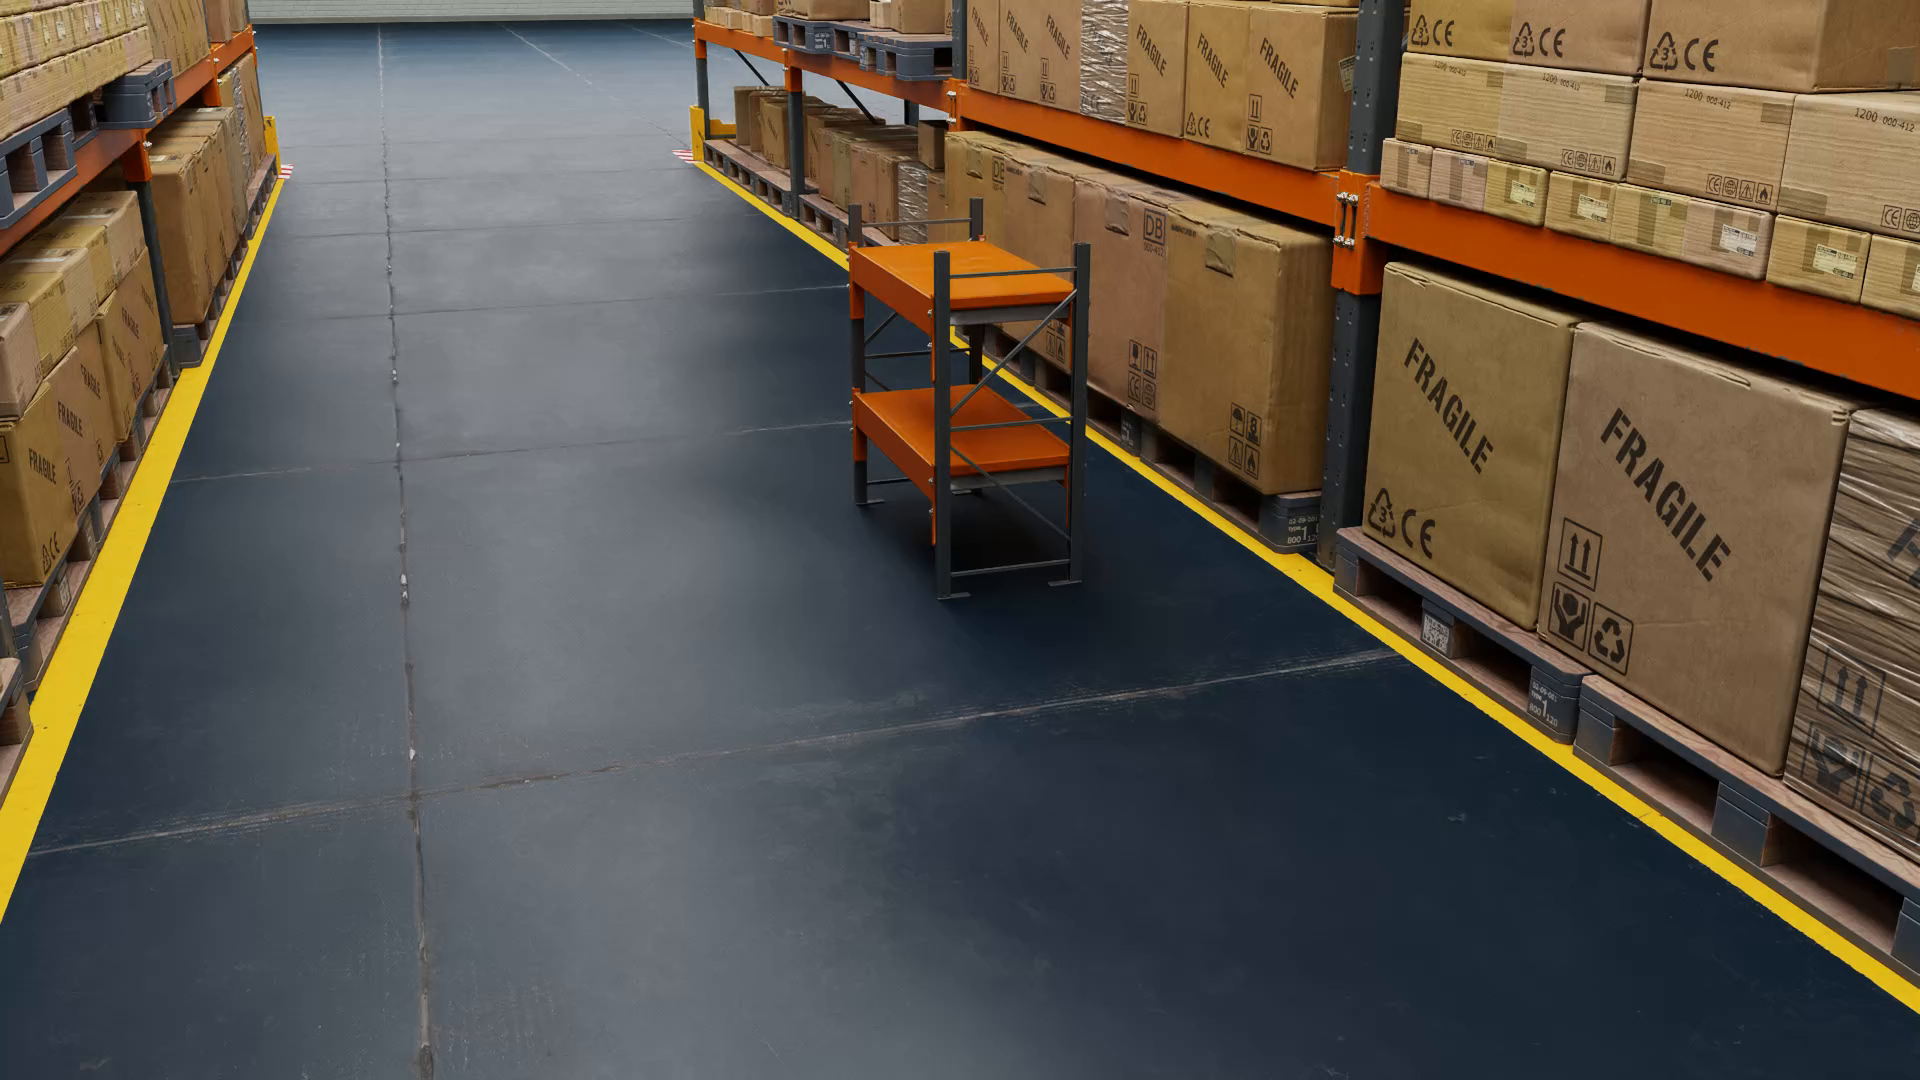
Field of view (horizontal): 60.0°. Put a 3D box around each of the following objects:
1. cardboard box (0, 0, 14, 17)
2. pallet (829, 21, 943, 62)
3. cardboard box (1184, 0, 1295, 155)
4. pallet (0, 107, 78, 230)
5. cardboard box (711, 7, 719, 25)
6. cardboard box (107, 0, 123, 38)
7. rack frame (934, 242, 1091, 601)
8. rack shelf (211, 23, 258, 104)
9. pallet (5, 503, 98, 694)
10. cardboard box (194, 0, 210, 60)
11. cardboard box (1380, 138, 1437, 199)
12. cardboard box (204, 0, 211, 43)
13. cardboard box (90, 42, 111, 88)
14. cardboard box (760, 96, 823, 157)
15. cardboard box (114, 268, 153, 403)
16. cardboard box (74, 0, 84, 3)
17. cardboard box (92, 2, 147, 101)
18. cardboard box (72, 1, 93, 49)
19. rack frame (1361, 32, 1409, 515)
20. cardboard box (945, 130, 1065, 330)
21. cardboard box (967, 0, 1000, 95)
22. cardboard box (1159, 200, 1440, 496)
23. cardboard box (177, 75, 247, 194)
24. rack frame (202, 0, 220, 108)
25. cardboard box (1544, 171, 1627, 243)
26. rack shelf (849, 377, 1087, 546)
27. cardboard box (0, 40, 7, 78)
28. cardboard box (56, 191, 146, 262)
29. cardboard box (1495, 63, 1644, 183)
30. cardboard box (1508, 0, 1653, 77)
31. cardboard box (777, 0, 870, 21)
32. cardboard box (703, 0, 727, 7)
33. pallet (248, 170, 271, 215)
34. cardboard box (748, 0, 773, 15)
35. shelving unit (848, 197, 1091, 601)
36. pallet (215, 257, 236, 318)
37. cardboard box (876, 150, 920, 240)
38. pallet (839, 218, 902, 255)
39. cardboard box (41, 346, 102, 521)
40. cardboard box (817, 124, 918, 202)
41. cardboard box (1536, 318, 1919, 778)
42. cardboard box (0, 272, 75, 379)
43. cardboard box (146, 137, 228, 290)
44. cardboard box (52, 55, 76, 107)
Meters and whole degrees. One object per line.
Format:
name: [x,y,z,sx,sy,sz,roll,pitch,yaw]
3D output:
cardboard box: [-2.813,-1.492,4.504,0.380,0.149,0.250,-6,21,-16]
pallet: [-0.210,-3.188,10.637,1.003,0.211,1.213,-6,21,-17]
cardboard box: [1.153,-1.691,6.039,0.500,0.500,0.500,-6,21,-16]
pallet: [-3.134,-1.039,4.656,1.003,0.211,1.213,-6,21,-17]
cardboard box: [-2.075,-4.815,15.257,0.380,0.149,0.250,-6,21,-17]
cardboard box: [-3.453,-2.012,6.390,0.380,0.149,0.250,-6,21,-17]
rack frame: [0.162,-0.364,5.266,0.500,1.125,0.032,-6,21,-17]
rack shelf: [-6.175,-3.739,12.954,1.077,0.370,4.000,-6,21,-17]
pallet: [-3.278,0.194,5.064,1.003,0.211,1.213,-6,21,-17]
cardboard box: [-5.129,-3.344,10.641,0.500,0.500,0.500,-7,21,-18]
cardboard box: [1.486,-1.115,4.955,0.380,0.149,0.250,-6,21,-17]
cardboard box: [-5.868,-3.798,11.831,0.875,0.550,0.550,-6,21,-17]
cardboard box: [-3.300,-1.710,5.991,0.380,0.149,0.250,-6,21,-16]
cardboard box: [-1.484,-3.642,14.696,0.500,0.500,0.500,-4,20,-12]
cardboard box: [-3.675,-0.823,6.848,0.500,0.500,0.500,-6,20,-15]
cardboard box: [-3.215,-1.904,5.652,0.380,0.149,0.250,-6,21,-16]
cardboard box: [-4.174,-2.372,7.936,0.500,0.500,0.500,-6,21,-17]
cardboard box: [-3.213,-1.765,5.704,0.380,0.149,0.250,-7,21,-18]
rack frame: [1.705,-1.363,5.274,0.949,2.616,0.053,-6,21,-17]
cardboard box: [0.648,-1.621,8.514,1.225,0.875,0.875,-7,21,-20]
cardboard box: [0.346,-2.509,8.317,0.500,0.500,0.500,-6,21,-16]
cardboard box: [1.488,-0.764,6.129,1.225,0.875,0.875,-6,21,-17]
cardboard box: [-5.678,-2.843,11.916,0.875,0.875,0.875,-6,21,-16]
rack frame: [-5.547,-3.436,11.045,1.000,3.000,0.127,-6,21,-17]
cardboard box: [1.736,-0.862,4.250,0.380,0.149,0.250,-7,21,-19]
rack shelf: [0.002,-0.297,5.803,0.538,0.278,1.000,-6,21,-17]
cardboard box: [-2.719,-1.263,4.307,0.380,0.149,0.250,-6,21,-16]
cardboard box: [-3.825,-1.335,7.163,0.500,0.250,0.500,-7,21,-18]
cardboard box: [1.759,-1.094,4.307,0.500,0.250,0.500,-6,21,-17]
cardboard box: [1.764,-1.446,4.177,0.500,0.500,0.500,-6,21,-17]
cardboard box: [-0.689,-4.141,11.499,1.000,1.000,1.000,-6,21,-17]
cardboard box: [-1.917,-5.222,15.429,0.875,0.500,0.500,-6,21,-17]
pallet: [-6.098,-2.768,13.311,1.003,0.211,1.213,-6,21,-17]
cardboard box: [-1.265,-4.583,13.650,0.875,0.500,0.500,-6,21,-17]
shelving unit: [0.002,-0.527,5.720,0.538,1.125,1.048,-6,21,-17]
pallet: [-4.845,-1.492,9.758,1.003,0.211,1.213,-6,21,-17]
cardboard box: [-0.150,-2.248,10.786,0.700,0.500,0.500,-5,20,-13]
pallet: [-0.173,-1.976,11.107,1.003,0.211,1.213,-6,21,-17]
cardboard box: [-3.180,-0.325,5.460,0.500,0.500,0.500,-5,20,-15]
cardboard box: [-0.634,-2.762,12.216,0.700,0.500,0.500,-8,21,-21]
cardboard box: [2.123,-0.052,4.146,0.875,0.875,0.875,-6,21,-17]
cardboard box: [-3.183,-0.679,5.336,0.500,0.250,0.500,-6,21,-16]
cardboard box: [-4.673,-1.776,9.132,1.050,0.750,0.750,-6,21,-16]
cardboard box: [-3.045,-1.455,5.280,0.380,0.149,0.250,-7,21,-20]
